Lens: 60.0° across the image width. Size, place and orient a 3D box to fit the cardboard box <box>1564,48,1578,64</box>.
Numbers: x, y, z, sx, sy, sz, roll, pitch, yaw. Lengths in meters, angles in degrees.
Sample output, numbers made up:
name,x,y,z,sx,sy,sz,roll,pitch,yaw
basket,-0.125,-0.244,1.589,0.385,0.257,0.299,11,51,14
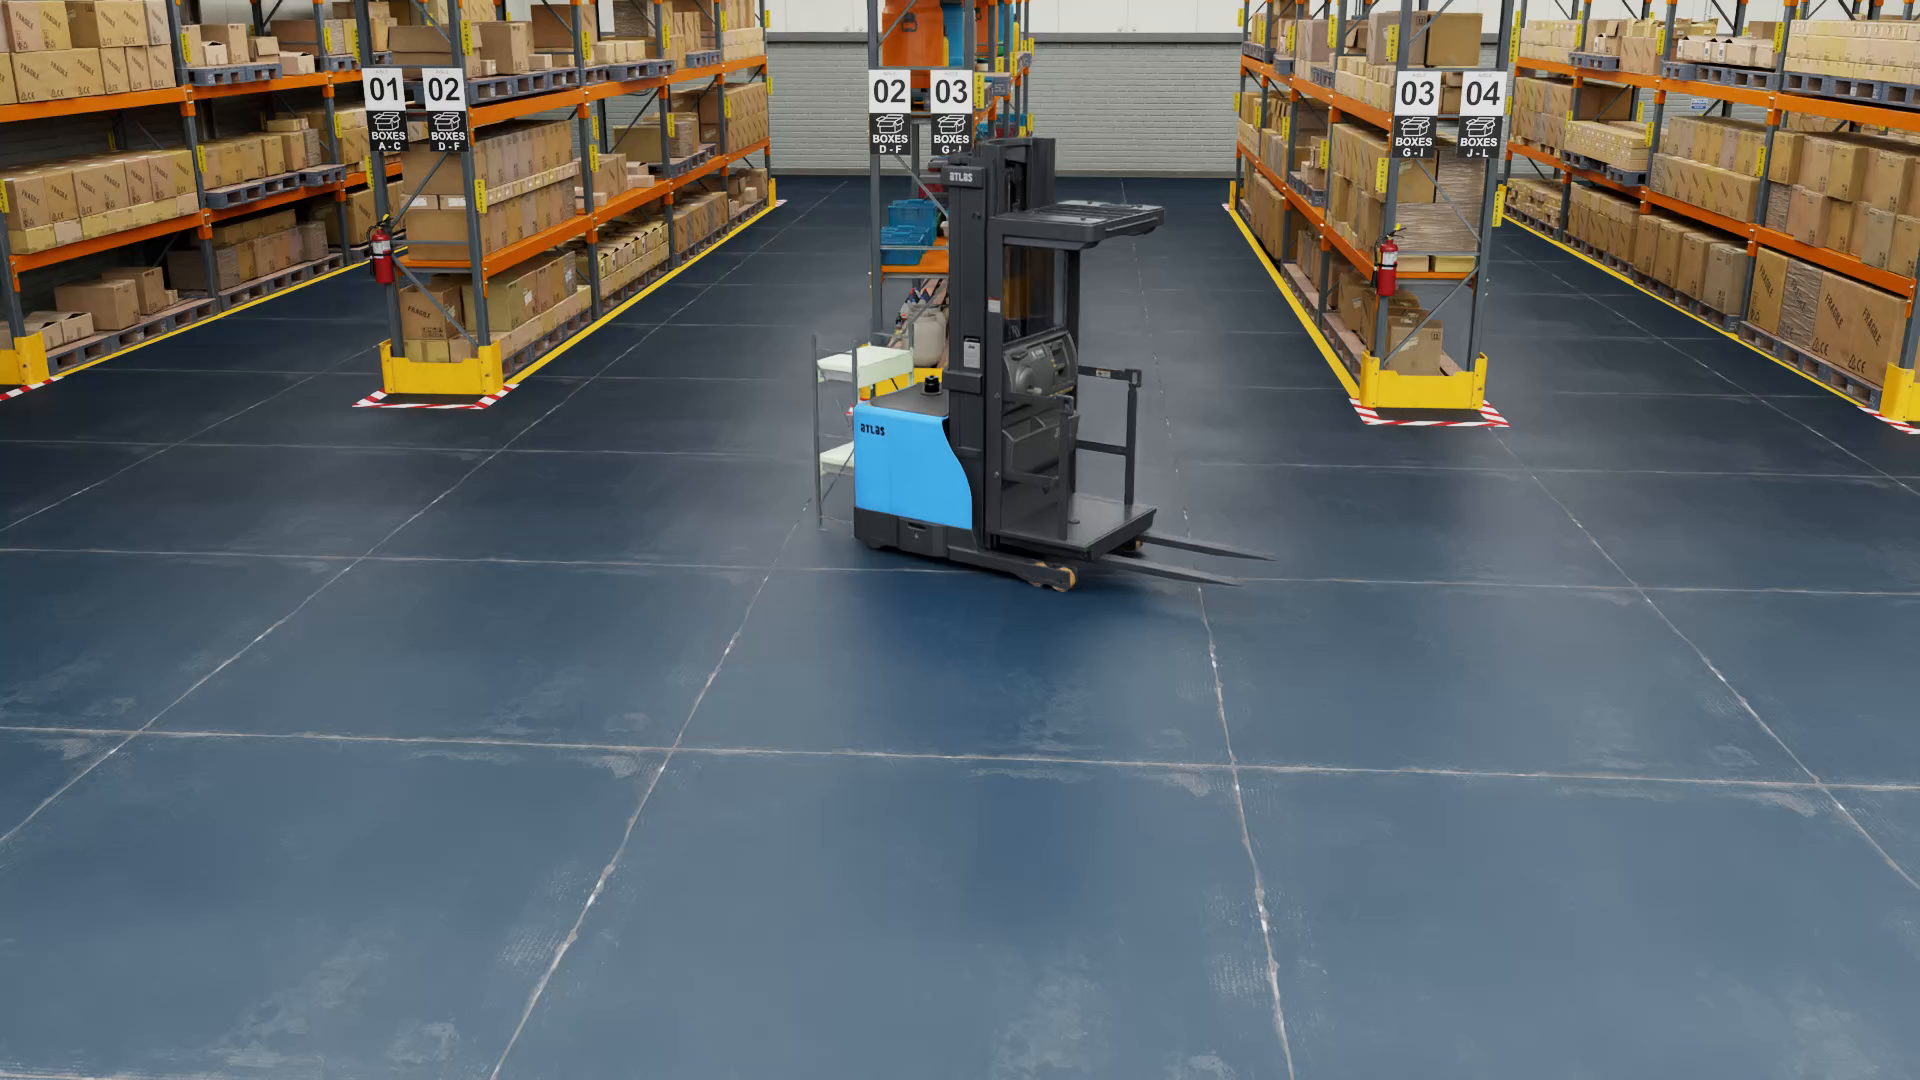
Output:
name,x,y,z,sx,sy,sz,roll,pitch,yaw
cardboard box,10.138,-7.850,26.988,0.500,0.250,0.500,2,18,5

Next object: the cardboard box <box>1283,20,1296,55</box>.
name,x,y,z,sx,sy,sz,roll,pitch,yaw
cardboard box,5.271,-7.547,24.979,0.797,0.503,0.637,1,18,3

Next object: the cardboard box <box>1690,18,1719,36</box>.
name,x,y,z,sx,sy,sz,roll,pitch,yaw
cardboard box,10.426,-7.212,23.408,0.396,0.266,0.258,1,18,4

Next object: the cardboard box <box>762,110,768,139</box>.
name,x,y,z,sx,sy,sz,roll,pitch,yaw
cardboard box,-3.922,-7.847,31.393,0.500,0.500,0.500,2,18,6

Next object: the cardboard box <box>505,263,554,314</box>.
name,x,y,z,sx,sy,sz,roll,pitch,yaw
cardboard box,-4.938,-2.852,18.847,0.500,0.500,0.500,1,18,4

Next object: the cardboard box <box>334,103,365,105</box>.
name,x,y,z,sx,sy,sz,roll,pitch,yaw
cardboard box,-9.744,-6.911,26.822,0.500,0.250,0.500,1,18,2

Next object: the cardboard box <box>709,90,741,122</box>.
name,x,y,z,sx,sy,sz,roll,pitch,yaw
cardboard box,-4.097,-7.525,28.805,0.500,0.500,0.500,1,18,2

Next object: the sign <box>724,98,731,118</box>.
name,x,y,z,sx,sy,sz,roll,pitch,yaw
sign,-3.894,-7.241,27.845,0.100,0.325,0.005,1,18,4

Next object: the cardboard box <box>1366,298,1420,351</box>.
name,x,y,z,sx,sy,sz,roll,pitch,yaw
cardboard box,4.706,-2.339,18.083,0.500,0.500,0.500,3,18,9

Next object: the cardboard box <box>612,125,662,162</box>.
name,x,y,z,sx,sy,sz,roll,pitch,yaw
cardboard box,-4.802,-5.905,24.792,0.700,0.500,0.500,-5,19,-15

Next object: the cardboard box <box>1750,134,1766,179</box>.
name,x,y,z,sx,sy,sz,roll,pitch,yaw
cardboard box,9.828,-4.530,19.665,0.700,0.500,0.500,1,18,3

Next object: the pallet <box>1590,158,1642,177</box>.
name,x,y,z,sx,sy,sz,roll,pitch,yaw
pallet,10.187,-5.620,25.066,1.003,0.211,1.213,1,18,4

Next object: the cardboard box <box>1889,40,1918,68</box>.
name,x,y,z,sx,sy,sz,roll,pitch,yaw
cardboard box,9.305,-4.667,15.960,0.500,0.250,0.500,1,18,4

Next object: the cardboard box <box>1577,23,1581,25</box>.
name,x,y,z,sx,sy,sz,roll,pitch,yaw
cardboard box,10.122,-8.222,26.679,0.380,0.149,0.250,0,18,1

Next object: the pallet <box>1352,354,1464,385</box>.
name,x,y,z,sx,sy,sz,roll,pitch,yaw
pallet,4.671,-1.703,17.281,1.003,0.211,1.213,1,18,4

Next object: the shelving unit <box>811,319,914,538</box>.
name,x,y,z,sx,sy,sz,roll,pitch,yaw
shelving unit,-0.721,-0.856,12.627,0.431,1.500,0.755,11,21,31

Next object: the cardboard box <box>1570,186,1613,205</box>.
name,x,y,z,sx,sy,sz,roll,pitch,yaw
cardboard box,10.056,-5.482,26.473,0.500,0.250,0.500,0,18,1

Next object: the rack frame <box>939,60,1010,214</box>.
name,x,y,z,sx,sy,sz,roll,pitch,yaw
rack frame,0.205,-5.348,23.928,1.000,3.000,0.127,1,18,4

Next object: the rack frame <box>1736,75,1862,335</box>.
name,x,y,z,sx,sy,sz,roll,pitch,yaw
rack frame,9.799,-3.853,19.365,1.000,3.000,0.127,1,18,4

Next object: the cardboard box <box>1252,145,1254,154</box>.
name,x,y,z,sx,sy,sz,roll,pitch,yaw
cardboard box,5.164,-6.622,28.219,0.380,0.149,0.250,1,18,3

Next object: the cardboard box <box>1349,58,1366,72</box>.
name,x,y,z,sx,sy,sz,roll,pitch,yaw
cardboard box,4.536,-5.277,18.492,0.380,0.149,0.250,1,18,4

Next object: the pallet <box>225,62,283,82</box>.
name,x,y,z,sx,sy,sz,roll,pitch,yaw
pallet,-9.741,-6.175,21.935,1.213,0.211,1.003,1,18,4

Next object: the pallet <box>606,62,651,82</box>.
name,x,y,z,sx,sy,sz,roll,pitch,yaw
pallet,-4.772,-6.235,22.121,1.003,0.211,1.213,2,18,6

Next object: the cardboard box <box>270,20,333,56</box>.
name,x,y,z,sx,sy,sz,roll,pitch,yaw
cardboard box,-9.699,-7.400,24.506,0.700,0.500,0.500,0,18,0

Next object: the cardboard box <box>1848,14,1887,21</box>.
name,x,y,z,sx,sy,sz,roll,pitch,yaw
cardboard box,15.309,-8.598,28.034,0.500,0.500,0.500,2,18,5

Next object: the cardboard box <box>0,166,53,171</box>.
name,x,y,z,sx,sy,sz,roll,pitch,yaw
cardboard box,-10.349,-3.847,18.351,0.500,0.500,0.500,1,18,2

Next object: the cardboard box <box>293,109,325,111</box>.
name,x,y,z,sx,sy,sz,roll,pitch,yaw
cardboard box,-9.862,-6.432,25.359,0.500,0.250,0.500,1,18,2

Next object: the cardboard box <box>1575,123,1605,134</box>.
name,x,y,z,sx,sy,sz,roll,pitch,yaw
cardboard box,9.850,-6.422,25.980,0.380,0.149,0.250,1,18,4

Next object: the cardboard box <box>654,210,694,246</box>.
name,x,y,z,sx,sy,sz,roll,pitch,yaw
cardboard box,-4.385,-4.779,25.498,0.500,0.500,0.500,1,18,2

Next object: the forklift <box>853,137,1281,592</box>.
name,x,y,z,sx,sy,sz,roll,pitch,yaw
forklift,0.735,-1.228,11.462,3.031,2.935,1.130,11,21,31

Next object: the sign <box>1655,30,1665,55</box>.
name,x,y,z,sx,sy,sz,roll,pitch,yaw
sign,9.544,-6.779,22.648,0.100,0.325,0.005,1,18,4

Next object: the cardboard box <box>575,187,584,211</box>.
name,x,y,z,sx,sy,sz,roll,pitch,yaw
cardboard box,-5.030,-4.300,20.970,0.500,0.250,0.500,2,18,7

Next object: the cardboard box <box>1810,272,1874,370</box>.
name,x,y,z,sx,sy,sz,roll,pitch,yaw
cardboard box,9.556,-2.286,17.321,0.875,0.875,0.875,1,18,3

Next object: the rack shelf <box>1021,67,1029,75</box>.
name,x,y,z,sx,sy,sz,roll,pitch,yaw
rack shelf,0.635,-8.295,29.260,1.077,0.370,4.000,1,18,4

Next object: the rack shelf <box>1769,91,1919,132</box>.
name,x,y,z,sx,sy,sz,roll,pitch,yaw
rack shelf,9.655,-4.316,17.114,1.077,0.370,4.000,1,18,4

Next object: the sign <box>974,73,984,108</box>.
name,x,y,z,sx,sy,sz,roll,pitch,yaw
sign,0.180,-4.280,15.835,0.100,0.325,0.005,1,18,4

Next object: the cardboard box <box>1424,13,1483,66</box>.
name,x,y,z,sx,sy,sz,roll,pitch,yaw
cardboard box,4.948,-5.060,16.789,0.500,0.500,0.500,1,18,4

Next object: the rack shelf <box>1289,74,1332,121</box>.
name,x,y,z,sx,sy,sz,roll,pitch,yaw
rack shelf,5.002,-5.700,21.340,1.077,0.370,4.000,1,18,4

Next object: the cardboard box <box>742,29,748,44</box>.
name,x,y,z,sx,sy,sz,roll,pitch,yaw
cardboard box,-4.048,-8.905,29.404,0.500,0.250,0.500,1,18,4

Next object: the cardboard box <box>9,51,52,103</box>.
name,x,y,z,sx,sy,sz,roll,pitch,yaw
cardboard box,-9.902,-4.831,17.341,0.500,0.500,0.500,2,18,8

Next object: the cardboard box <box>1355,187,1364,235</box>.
name,x,y,z,sx,sy,sz,roll,pitch,yaw
cardboard box,4.634,-3.424,17.418,0.875,0.500,0.500,1,18,4

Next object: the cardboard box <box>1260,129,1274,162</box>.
name,x,y,z,sx,sy,sz,roll,pitch,yaw
cardboard box,5.150,-6.390,26.947,0.500,0.500,0.500,1,18,4

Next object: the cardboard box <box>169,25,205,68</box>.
name,x,y,z,sx,sy,sz,roll,pitch,yaw
cardboard box,-9.844,-6.168,20.776,0.500,0.500,0.500,4,19,12

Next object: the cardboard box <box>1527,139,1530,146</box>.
name,x,y,z,sx,sy,sz,roll,pitch,yaw
cardboard box,10.377,-7.122,29.743,0.380,0.149,0.250,2,18,6

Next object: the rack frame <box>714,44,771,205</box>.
name,x,y,z,sx,sy,sz,roll,pitch,yaw
rack frame,-4.162,-7.945,31.851,1.000,3.000,0.127,1,18,4

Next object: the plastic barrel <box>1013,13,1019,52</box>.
name,x,y,z,sx,sy,sz,roll,pitch,yaw
plastic barrel,0.629,-8.017,26.278,0.600,0.588,0.600,0,18,0

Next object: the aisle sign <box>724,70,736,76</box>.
name,x,y,z,sx,sy,sz,roll,pitch,yaw
aisle sign,-4.450,-9.208,31.531,0.394,0.787,0.004,1,18,4

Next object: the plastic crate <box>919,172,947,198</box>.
name,x,y,z,sx,sy,sz,roll,pitch,yaw
plastic crate,-0.352,-4.294,20.606,0.402,0.464,0.583,1,18,4

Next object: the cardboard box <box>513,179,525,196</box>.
name,x,y,z,sx,sy,sz,roll,pitch,yaw
cardboard box,-4.975,-3.848,18.147,0.380,0.149,0.250,1,18,3

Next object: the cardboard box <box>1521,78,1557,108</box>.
name,x,y,z,sx,sy,sz,roll,pitch,yaw
cardboard box,10.332,-7.954,29.636,0.500,0.500,0.500,2,18,6

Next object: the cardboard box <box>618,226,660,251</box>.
name,x,y,z,sx,sy,sz,roll,pitch,yaw
cardboard box,-4.558,-4.290,23.538,0.500,0.311,0.500,1,18,3

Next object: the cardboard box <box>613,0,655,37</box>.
name,x,y,z,sx,sy,sz,roll,pitch,yaw
cardboard box,-4.697,-7.543,24.043,0.500,0.500,0.500,1,18,4

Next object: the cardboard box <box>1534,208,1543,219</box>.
name,x,y,z,sx,sy,sz,roll,pitch,yaw
cardboard box,10.135,-5.634,28.702,0.380,0.149,0.250,1,18,4

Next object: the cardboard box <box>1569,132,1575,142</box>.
name,x,y,z,sx,sy,sz,roll,pitch,yaw
cardboard box,9.869,-6.367,26.288,0.380,0.149,0.250,1,18,3

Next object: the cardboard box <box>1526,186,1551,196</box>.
name,x,y,z,sx,sy,sz,roll,pitch,yaw
cardboard box,10.208,-6.143,29.303,0.380,0.149,0.250,2,18,5

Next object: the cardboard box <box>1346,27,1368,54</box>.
name,x,y,z,sx,sy,sz,roll,pitch,yaw
cardboard box,4.991,-5.813,19.689,0.797,0.503,0.637,0,18,1
